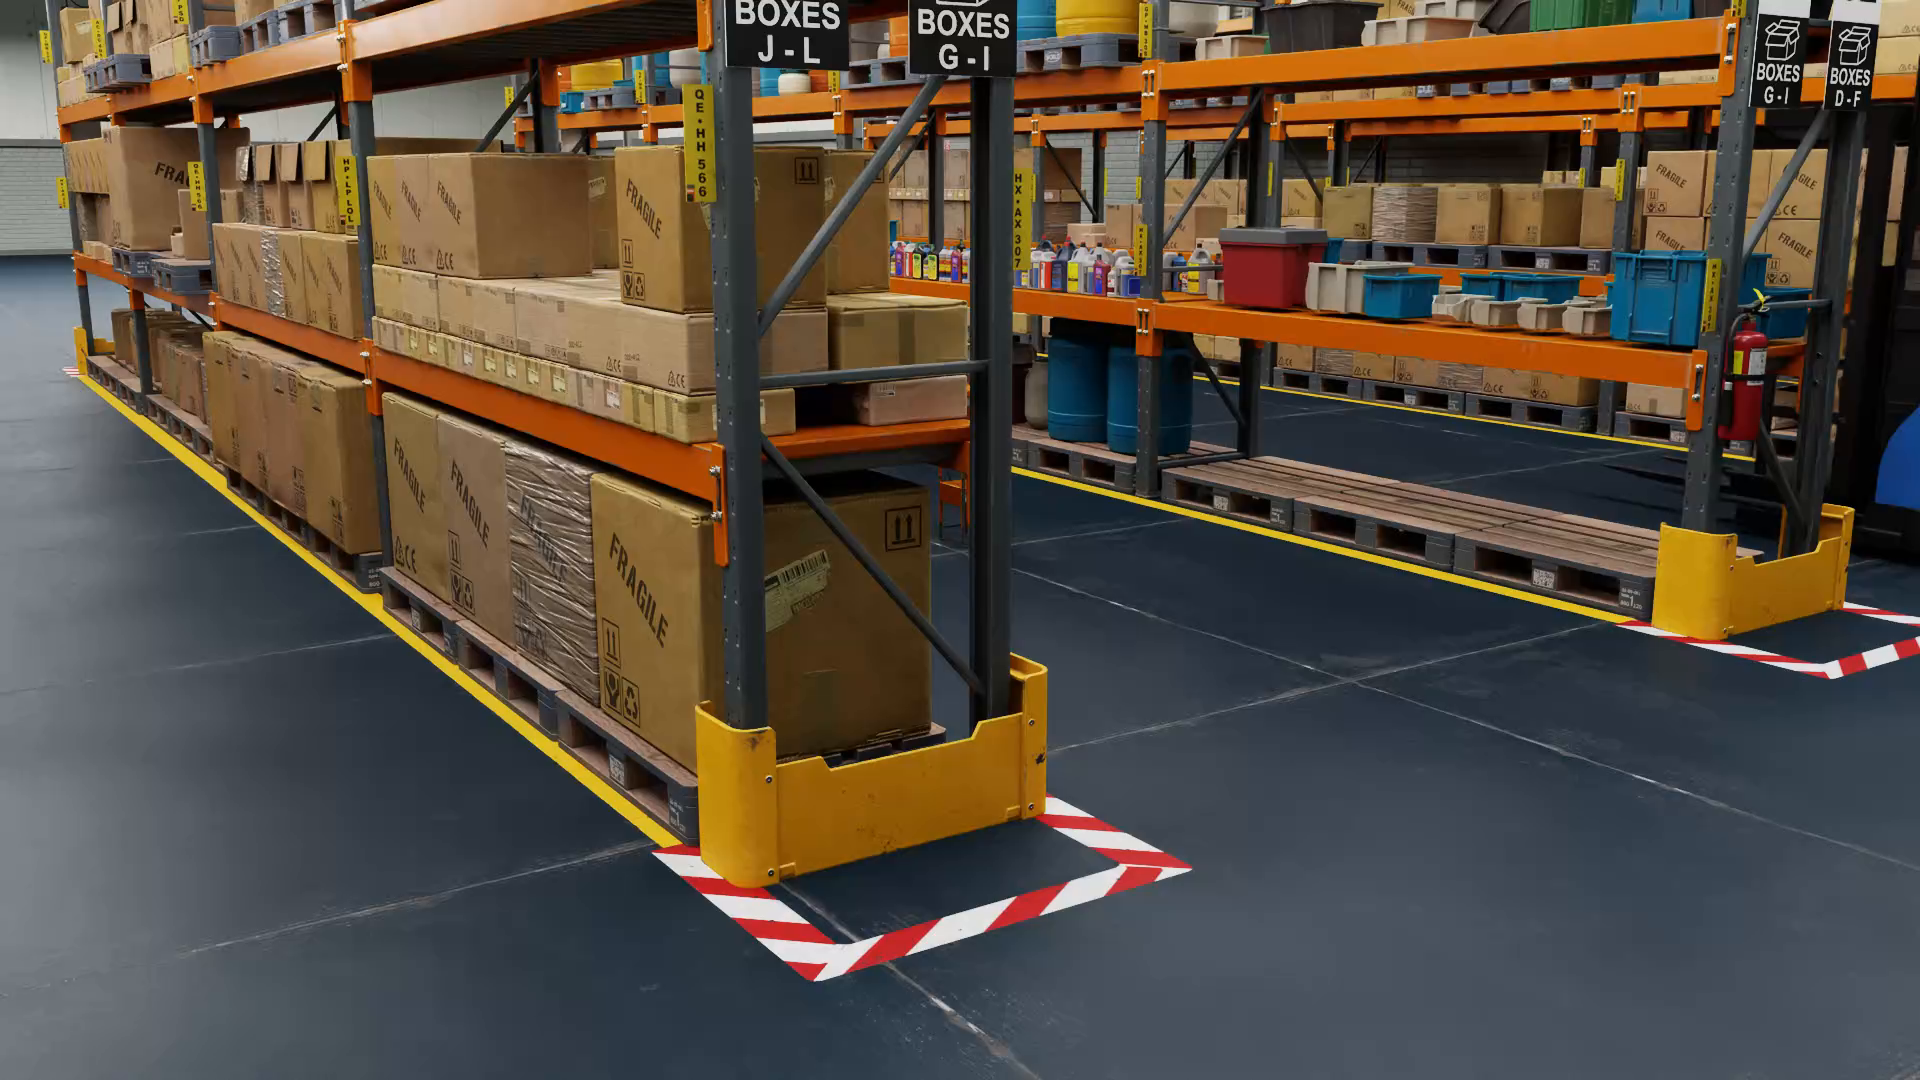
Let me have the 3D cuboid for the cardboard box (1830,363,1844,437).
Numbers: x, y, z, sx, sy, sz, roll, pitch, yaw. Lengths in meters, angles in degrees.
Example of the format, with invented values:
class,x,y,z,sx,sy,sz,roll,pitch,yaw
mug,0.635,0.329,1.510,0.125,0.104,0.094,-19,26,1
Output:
class,x,y,z,sx,sy,sz,roll,pitch,yaw
cardboard box,6.800,-1.053,12.469,0.797,0.503,0.637,-8,15,-33

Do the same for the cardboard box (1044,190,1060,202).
class,x,y,z,sx,sy,sz,roll,pitch,yaw
cardboard box,0.993,-4.203,20.306,0.380,0.149,0.250,-8,15,-33

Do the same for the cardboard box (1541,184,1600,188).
class,x,y,z,sx,sy,sz,roll,pitch,yaw
cardboard box,7.392,-4.036,20.031,0.700,0.500,0.500,-10,16,-39

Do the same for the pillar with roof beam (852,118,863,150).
class,x,y,z,sx,sy,sz,roll,pitch,yaw
pillar with roof beam,-5.897,-9.646,32.905,9.100,9.000,0.400,-8,15,-33

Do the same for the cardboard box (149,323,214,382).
class,x,y,z,sx,sy,sz,roll,pitch,yaw
cardboard box,-7.439,-1.803,15.953,0.500,0.500,0.500,-3,13,-15

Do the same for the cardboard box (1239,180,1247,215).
class,x,y,z,sx,sy,sz,roll,pitch,yaw
cardboard box,4.373,-4.930,23.934,0.500,0.500,0.500,-9,15,-34

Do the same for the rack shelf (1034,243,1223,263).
class,x,y,z,sx,sy,sz,roll,pitch,yaw
rack shelf,2.430,-3.107,18.731,1.077,0.370,4.000,-8,15,-33

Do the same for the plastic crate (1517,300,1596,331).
class,x,y,z,sx,sy,sz,roll,pitch,yaw
plastic crate,3.094,-1.171,8.674,0.396,0.136,0.243,-8,15,-33

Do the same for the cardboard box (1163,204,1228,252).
class,x,y,z,sx,sy,sz,roll,pitch,yaw
cardboard box,2.595,-3.448,18.373,0.500,0.500,0.500,-9,15,-36

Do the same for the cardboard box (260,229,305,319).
class,x,y,z,sx,sy,sz,roll,pitch,yaw
cardboard box,-3.818,-1.590,9.875,0.500,0.500,0.500,-8,15,-33

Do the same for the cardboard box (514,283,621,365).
class,x,y,z,sx,sy,sz,roll,pitch,yaw
cardboard box,-1.330,-0.815,6.224,0.500,0.250,0.500,-9,15,-35

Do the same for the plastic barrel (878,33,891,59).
class,x,y,z,sx,sy,sz,roll,pitch,yaw
plastic barrel,-0.504,-4.128,14.436,0.421,0.512,0.421,0,12,0

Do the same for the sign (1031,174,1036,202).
class,x,y,z,sx,sy,sz,roll,pitch,yaw
sign,0.861,-4.210,19.878,0.100,0.325,0.005,-8,15,-33

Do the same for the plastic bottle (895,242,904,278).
class,x,y,z,sx,sy,sz,roll,pitch,yaw
plastic bottle,-0.472,-2.281,13.543,0.061,0.283,0.133,-8,15,-33

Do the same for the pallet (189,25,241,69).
class,x,y,z,sx,sy,sz,roll,pitch,yaw
pallet,-4.309,-3.196,10.874,1.213,0.211,1.003,-7,14,-30

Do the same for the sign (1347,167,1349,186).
class,x,y,z,sx,sy,sz,roll,pitch,yaw
sign,3.985,-3.695,17.214,0.100,0.325,0.005,-8,15,-33

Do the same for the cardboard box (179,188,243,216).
class,x,y,z,sx,sy,sz,roll,pitch,yaw
cardboard box,-5.889,-2.600,13.506,0.797,0.503,0.637,-6,14,-27

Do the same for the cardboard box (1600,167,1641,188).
class,x,y,z,sx,sy,sz,roll,pitch,yaw
cardboard box,7.713,-4.143,19.055,0.500,0.250,0.500,-8,14,-31

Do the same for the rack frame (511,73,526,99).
class,x,y,z,sx,sy,sz,roll,pitch,yaw
rack frame,-5.019,-6.870,20.215,1.000,3.000,0.127,-8,15,-33

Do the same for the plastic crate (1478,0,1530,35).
class,x,y,z,sx,sy,sz,roll,pitch,yaw
plastic crate,3.228,-2.833,8.921,0.504,0.338,0.767,-8,15,-33

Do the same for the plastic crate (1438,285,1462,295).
class,x,y,z,sx,sy,sz,roll,pitch,yaw
plastic crate,2.844,-1.432,9.865,0.293,0.136,0.466,-8,15,-33

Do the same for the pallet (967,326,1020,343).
class,x,y,z,sx,sy,sz,roll,pitch,yaw
pallet,0.237,-2.815,22.241,1.003,0.211,1.213,-8,15,-33

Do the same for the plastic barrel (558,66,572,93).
class,x,y,z,sx,sy,sz,roll,pitch,yaw
plastic barrel,-4.644,-5.749,20.118,0.600,0.830,0.708,-8,15,-33

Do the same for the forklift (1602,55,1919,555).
class,x,y,z,sx,sy,sz,roll,pitch,yaw
forklift,5.362,-1.480,9.771,1.130,2.935,3.031,-7,14,-30

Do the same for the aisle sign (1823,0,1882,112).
class,x,y,z,sx,sy,sz,roll,pitch,yaw
aisle sign,4.132,-2.386,7.668,0.394,0.787,0.004,-8,15,-33

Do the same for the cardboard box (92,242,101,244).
class,x,y,z,sx,sy,sz,roll,pitch,yaw
cardboard box,-8.646,-2.972,17.017,0.380,0.149,0.250,-8,15,-33

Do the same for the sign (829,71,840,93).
class,x,y,z,sx,sy,sz,roll,pitch,yaw
sign,-1.041,-3.865,13.737,0.100,0.325,0.005,-8,15,-33

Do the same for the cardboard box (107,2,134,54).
class,x,y,z,sx,sy,sz,roll,pitch,yaw
cardboard box,-6.749,-4.268,14.110,0.797,0.503,0.637,-9,15,-36

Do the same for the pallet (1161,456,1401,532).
class,x,y,z,sx,sy,sz,roll,pitch,yaw
pallet,2.069,-0.317,10.818,1.003,0.211,1.213,-8,15,-33

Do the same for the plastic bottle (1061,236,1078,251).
class,x,y,z,sx,sy,sz,roll,pitch,yaw
plastic bottle,0.855,-2.178,12.917,0.144,0.351,0.185,-8,15,-33

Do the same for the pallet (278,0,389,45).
class,x,y,z,sx,sy,sz,roll,pitch,yaw
pallet,-3.043,-2.748,8.835,0.805,0.209,1.217,-9,15,-35

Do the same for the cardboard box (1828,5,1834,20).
class,x,y,z,sx,sy,sz,roll,pitch,yaw
cardboard box,6.363,-3.733,12.068,0.500,0.250,0.500,-8,15,-33

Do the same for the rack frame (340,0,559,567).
class,x,y,z,sx,sy,sz,roll,pitch,yaw
rack frame,-2.494,-1.219,8.416,1.000,3.000,0.127,-8,15,-33

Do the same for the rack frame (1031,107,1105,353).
class,x,y,z,sx,sy,sz,roll,pitch,yaw
rack frame,1.322,-3.814,20.281,1.000,3.000,0.127,-8,15,-33

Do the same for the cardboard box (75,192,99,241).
class,x,y,z,sx,sy,sz,roll,pitch,yaw
cardboard box,-8.861,-3.447,17.670,0.875,0.500,0.500,-8,15,-33

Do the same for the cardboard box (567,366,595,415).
class,x,y,z,sx,sy,sz,roll,pitch,yaw
cardboard box,-1.171,-0.545,5.921,0.380,0.149,0.250,-8,15,-32

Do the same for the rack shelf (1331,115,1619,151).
class,x,y,z,sx,sy,sz,roll,pitch,yaw
rack shelf,6.552,-5.159,21.095,1.077,0.370,4.000,-8,15,-33

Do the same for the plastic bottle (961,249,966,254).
class,x,y,z,sx,sy,sz,roll,pitch,yaw
plastic bottle,0.041,-2.376,14.169,0.097,0.201,0.097,0,12,0

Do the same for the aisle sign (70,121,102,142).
class,x,y,z,sx,sy,sz,roll,pitch,yaw
aisle sign,-9.427,-4.599,17.785,0.394,0.787,0.004,-8,15,-33

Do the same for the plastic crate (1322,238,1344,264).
class,x,y,z,sx,sy,sz,roll,pitch,yaw
plastic crate,2.172,-1.784,10.897,0.392,0.384,0.575,-8,15,-33

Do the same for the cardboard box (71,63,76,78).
class,x,y,z,sx,sy,sz,roll,pitch,yaw
cardboard box,-8.654,-4.675,16.617,0.380,0.149,0.250,-8,15,-33

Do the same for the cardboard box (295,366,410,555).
class,x,y,z,sx,sy,sz,roll,pitch,yaw
cardboard box,-2.865,-0.498,9.108,1.225,0.875,0.875,-8,15,-33

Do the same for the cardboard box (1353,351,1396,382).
class,x,y,z,sx,sy,sz,roll,pitch,yaw
cardboard box,4.121,-1.799,15.889,0.500,0.500,0.500,-8,15,-34

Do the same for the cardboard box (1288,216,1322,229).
class,x,y,z,sx,sy,sz,roll,pitch,yaw
cardboard box,4.929,-4.386,23.200,0.500,0.250,0.500,-8,15,-33

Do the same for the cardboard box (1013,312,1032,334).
class,x,y,z,sx,sy,sz,roll,pitch,yaw
cardboard box,0.884,-2.732,20.788,0.500,0.250,0.500,-8,15,-33

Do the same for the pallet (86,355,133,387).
class,x,y,z,sx,sy,sz,roll,pitch,yaw
pallet,-8.680,-1.829,17.731,1.003,0.211,1.213,-8,15,-33

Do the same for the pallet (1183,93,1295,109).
class,x,y,z,sx,sy,sz,roll,pitch,yaw
pallet,3.088,-4.586,17.231,1.213,0.211,1.003,-7,14,-30

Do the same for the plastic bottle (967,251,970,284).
class,x,y,z,sx,sy,sz,roll,pitch,yaw
plastic bottle,0.152,-2.094,12.708,0.152,0.276,0.135,-8,15,-33

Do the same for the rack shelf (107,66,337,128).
class,x,y,z,sx,sy,sz,roll,pitch,yaw
rack shelf,-5.818,-3.400,13.052,1.077,0.370,4.000,-8,15,-33

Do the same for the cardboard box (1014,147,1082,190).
class,x,y,z,sx,sy,sz,roll,pitch,yaw
cardboard box,1.071,-4.575,20.489,0.700,0.500,0.500,-8,15,-32

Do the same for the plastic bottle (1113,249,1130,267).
class,x,y,z,sx,sy,sz,roll,pitch,yaw
plastic bottle,1.177,-2.037,12.446,0.152,0.276,0.135,-8,15,-33

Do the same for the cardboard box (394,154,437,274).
class,x,y,z,sx,sy,sz,roll,pitch,yaw
cardboard box,-2.175,-1.454,7.387,0.500,0.500,0.500,-8,15,-33

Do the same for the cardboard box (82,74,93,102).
class,x,y,z,sx,sy,sz,roll,pitch,yaw
cardboard box,-7.964,-4.268,15.689,0.500,0.250,0.500,-8,15,-33

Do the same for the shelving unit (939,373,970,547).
class,x,y,z,sx,sy,sz,roll,pitch,yaw
shelving unit,0.030,-0.503,9.706,0.215,1.050,0.252,-8,15,-33

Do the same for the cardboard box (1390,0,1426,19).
class,x,y,z,sx,sy,sz,roll,pitch,yaw
cardboard box,4.340,-4.845,15.402,0.500,0.500,0.500,-8,15,-33

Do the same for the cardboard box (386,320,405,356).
class,x,y,z,sx,sy,sz,roll,pitch,yaw
cardboard box,-2.462,-0.958,7.808,0.380,0.149,0.250,-9,15,-35

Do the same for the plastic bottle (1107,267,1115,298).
class,x,y,z,sx,sy,sz,roll,pitch,yaw
plastic bottle,1.055,-1.758,11.343,0.097,0.201,0.097,0,12,0
